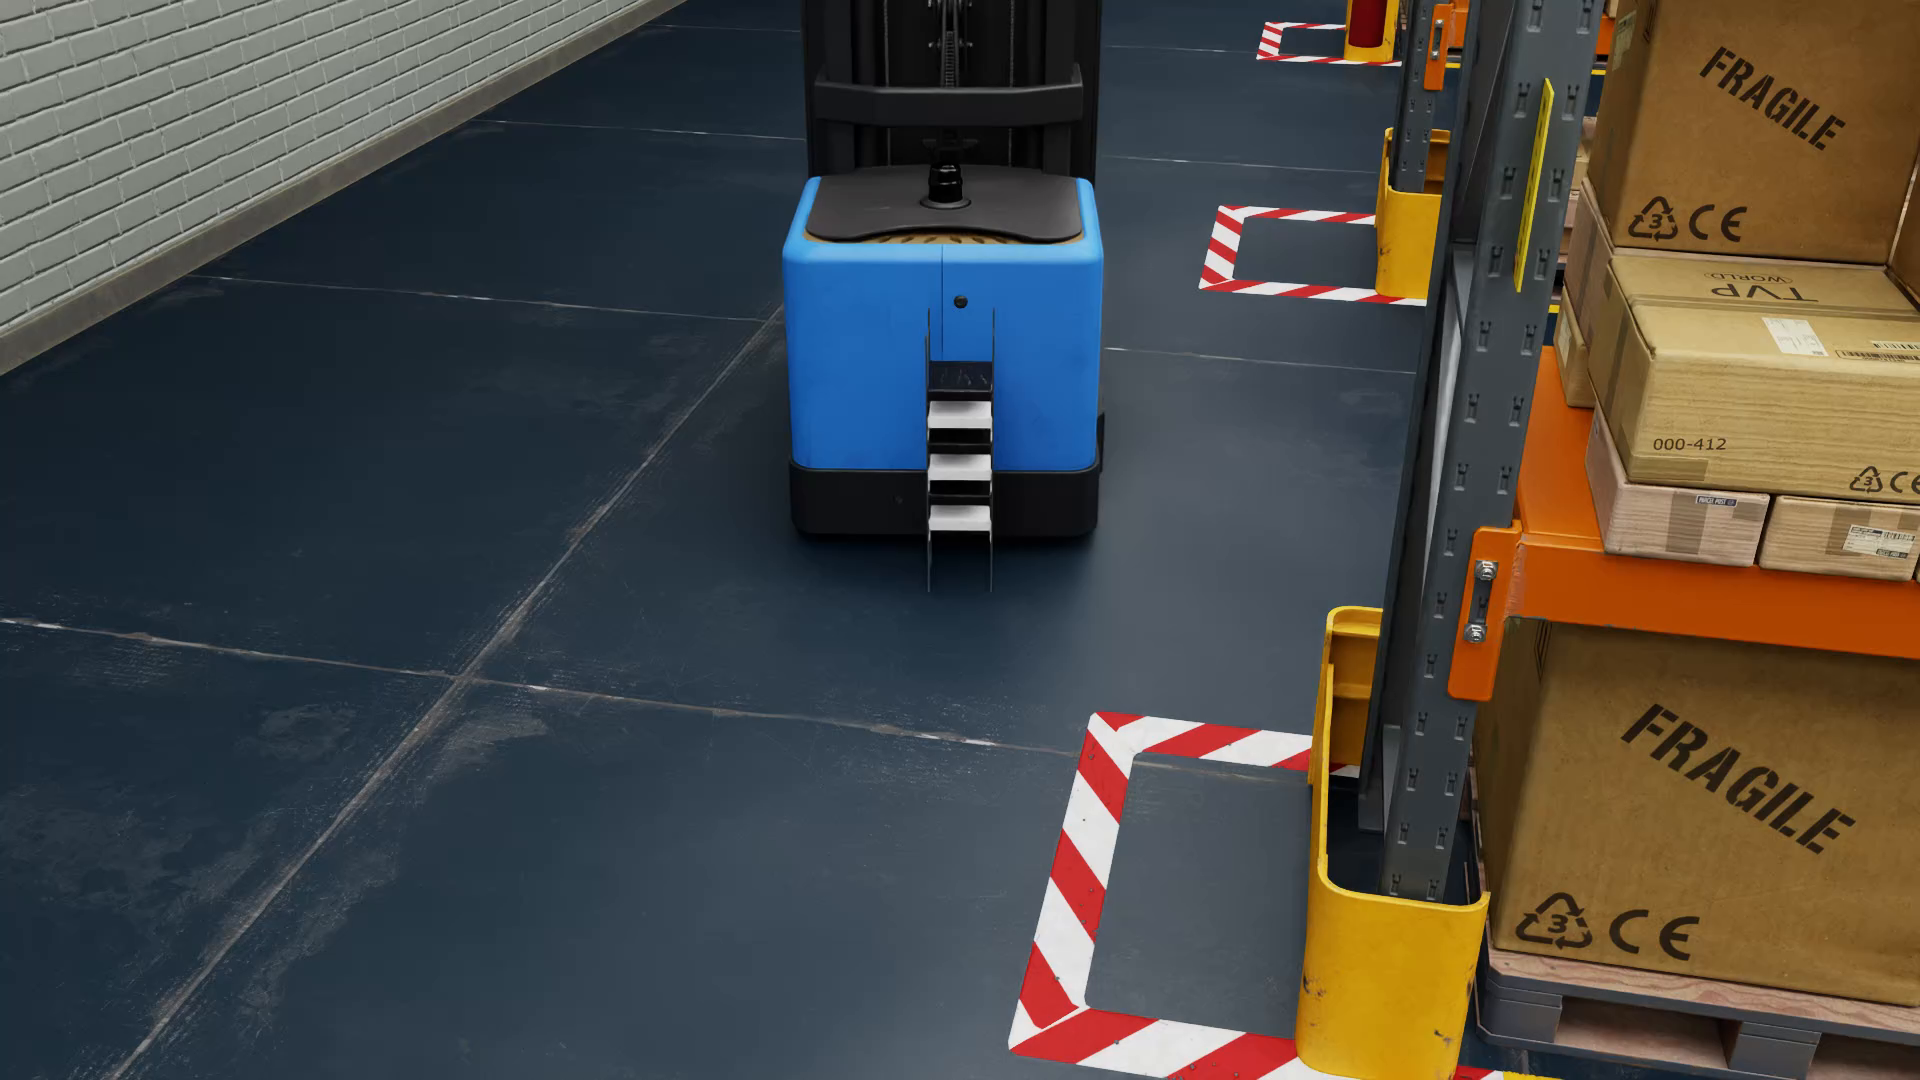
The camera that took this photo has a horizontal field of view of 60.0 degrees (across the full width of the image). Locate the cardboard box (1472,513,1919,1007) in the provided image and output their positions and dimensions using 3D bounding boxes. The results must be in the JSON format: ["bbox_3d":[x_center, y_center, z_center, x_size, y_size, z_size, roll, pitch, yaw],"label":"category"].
[{"bbox_3d":[1.687,0.360,3.744,0.875,0.875,0.875,6,29,11],"label":"cardboard box"}]

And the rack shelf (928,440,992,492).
[{"bbox_3d":[0.002,-0.246,5.330,0.200,0.077,0.258,1,29,1],"label":"rack shelf"}]

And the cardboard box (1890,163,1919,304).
[{"bbox_3d":[1.947,-0.583,2.757,0.500,0.500,0.500,5,29,9],"label":"cardboard box"}]

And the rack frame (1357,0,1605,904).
[{"bbox_3d":[1.045,-0.415,3.384,0.127,3.000,1.000,6,29,11],"label":"rack frame"}]

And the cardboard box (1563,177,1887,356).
[{"bbox_3d":[1.574,-0.555,3.487,0.500,0.250,0.500,5,29,10],"label":"cardboard box"}]

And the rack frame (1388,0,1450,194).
[{"bbox_3d":[2.179,-2.734,7.620,0.127,3.000,1.000,6,29,11],"label":"rack frame"}]

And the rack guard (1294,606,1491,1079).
[{"bbox_3d":[1.021,0.680,3.988,0.348,0.500,1.175,6,29,11],"label":"rack guard"}]

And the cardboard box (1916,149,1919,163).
[{"bbox_3d":[4.508,-1.785,7.798,0.250,0.149,0.380,5,29,8],"label":"cardboard box"}]

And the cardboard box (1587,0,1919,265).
[{"bbox_3d":[1.576,-0.883,3.304,0.500,0.500,0.500,6,29,11],"label":"cardboard box"}]

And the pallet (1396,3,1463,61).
[{"bbox_3d":[3.913,-3.802,12.475,1.213,0.211,1.003,6,29,11],"label":"pallet"}]

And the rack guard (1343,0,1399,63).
[{"bbox_3d":[3.091,-3.974,12.489,0.348,0.500,1.175,6,29,11],"label":"rack guard"}]

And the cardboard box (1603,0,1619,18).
[{"bbox_3d":[2.937,-2.379,7.233,0.250,0.149,0.380,5,29,9],"label":"cardboard box"}]

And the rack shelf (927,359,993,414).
[{"bbox_3d":[0.002,-0.482,5.200,0.200,0.077,0.258,1,29,1],"label":"rack shelf"}]

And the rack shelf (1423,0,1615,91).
[{"bbox_3d":[4.135,-2.218,7.426,4.000,0.370,1.077,6,29,11],"label":"rack shelf"}]

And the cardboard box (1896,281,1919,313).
[{"bbox_3d":[1.968,-0.255,2.939,0.500,0.250,0.500,6,29,10],"label":"cardboard box"}]

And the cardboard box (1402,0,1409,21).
[{"bbox_3d":[3.781,-4.110,12.364,0.875,0.438,0.875,5,29,9],"label":"cardboard box"}]

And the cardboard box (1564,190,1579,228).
[{"bbox_3d":[2.894,-1.571,7.717,0.250,0.149,0.380,6,29,10],"label":"cardboard box"}]

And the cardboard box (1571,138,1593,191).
[{"bbox_3d":[2.916,-1.745,7.726,0.250,0.149,0.380,6,29,11],"label":"cardboard box"}]

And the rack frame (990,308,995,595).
[{"bbox_3d":[0.103,-0.274,5.313,0.006,0.900,0.240,1,29,1],"label":"rack frame"}]

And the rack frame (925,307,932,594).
[{"bbox_3d":[-0.100,-0.276,5.316,0.006,0.900,0.240,1,29,1],"label":"rack frame"}]

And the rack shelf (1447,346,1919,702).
[{"bbox_3d":[3.001,0.102,3.190,4.000,0.370,1.077,6,29,11],"label":"rack shelf"}]

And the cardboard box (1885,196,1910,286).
[{"bbox_3d":[2.070,-0.504,3.393,0.500,0.250,0.500,5,29,10],"label":"cardboard box"}]

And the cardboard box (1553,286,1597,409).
[{"bbox_3d":[1.462,-0.423,3.661,0.250,0.149,0.380,6,29,12],"label":"cardboard box"}]

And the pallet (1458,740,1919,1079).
[{"bbox_3d":[1.843,0.852,3.974,1.213,0.211,1.003,6,29,11],"label":"pallet"}]

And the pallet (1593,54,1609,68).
[{"bbox_3d":[5.102,-3.679,12.249,1.213,0.211,1.003,6,29,11],"label":"pallet"}]

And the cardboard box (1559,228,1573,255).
[{"bbox_3d":[2.898,-1.477,7.855,0.250,0.149,0.380,6,29,10],"label":"cardboard box"}]

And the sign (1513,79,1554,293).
[{"bbox_3d":[0.923,-0.569,2.682,0.005,0.325,0.100,6,29,11],"label":"sign"}]

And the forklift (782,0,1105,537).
[{"bbox_3d":[-0.025,-1.965,6.287,1.130,2.935,3.031,1,29,1],"label":"forklift"}]

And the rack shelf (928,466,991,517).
[{"bbox_3d":[0.002,-0.167,5.374,0.200,0.077,0.258,1,29,1],"label":"rack shelf"}]

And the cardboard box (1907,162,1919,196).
[{"bbox_3d":[4.178,-1.613,7.485,0.250,0.149,0.380,6,29,11],"label":"cardboard box"}]

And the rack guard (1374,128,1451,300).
[{"bbox_3d":[2.254,-1.630,8.206,0.348,0.500,1.175,6,29,11],"label":"rack guard"}]

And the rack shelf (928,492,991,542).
[{"bbox_3d":[0.002,-0.088,5.417,0.200,0.077,0.258,1,29,1],"label":"rack shelf"}]

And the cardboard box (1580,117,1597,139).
[{"bbox_3d":[2.984,-1.942,8.086,0.250,0.149,0.380,6,29,12],"label":"cardboard box"}]

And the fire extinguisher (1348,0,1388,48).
[{"bbox_3d":[2.029,-2.778,8.170,0.183,0.674,0.296,6,29,11],"label":"fire extinguisher"}]

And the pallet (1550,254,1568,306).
[{"bbox_3d":[3.041,-1.405,8.096,1.213,0.211,1.003,6,29,11],"label":"pallet"}]

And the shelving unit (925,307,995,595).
[{"bbox_3d":[0.002,-0.275,5.314,0.210,0.900,0.258,1,29,1],"label":"shelving unit"}]

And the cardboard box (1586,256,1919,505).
[{"bbox_3d":[1.458,-0.304,3.029,0.500,0.250,0.500,5,29,9],"label":"cardboard box"}]

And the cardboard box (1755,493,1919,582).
[{"bbox_3d":[1.574,-0.089,3.050,0.250,0.149,0.380,5,29,10],"label":"cardboard box"}]

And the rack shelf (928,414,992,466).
[{"bbox_3d":[0.002,-0.325,5.287,0.200,0.077,0.258,1,29,1],"label":"rack shelf"}]

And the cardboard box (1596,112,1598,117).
[{"bbox_3d":[3.264,-1.976,8.147,0.250,0.149,0.380,5,29,9],"label":"cardboard box"}]

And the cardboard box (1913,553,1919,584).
[{"bbox_3d":[1.825,-0.063,3.003,0.250,0.149,0.380,5,29,9],"label":"cardboard box"}]

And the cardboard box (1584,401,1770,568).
[{"bbox_3d":[1.323,-0.114,3.096,0.250,0.149,0.380,6,29,11],"label":"cardboard box"}]

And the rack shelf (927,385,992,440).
[{"bbox_3d":[0.002,-0.403,5.244,0.200,0.077,0.258,1,29,1],"label":"rack shelf"}]
